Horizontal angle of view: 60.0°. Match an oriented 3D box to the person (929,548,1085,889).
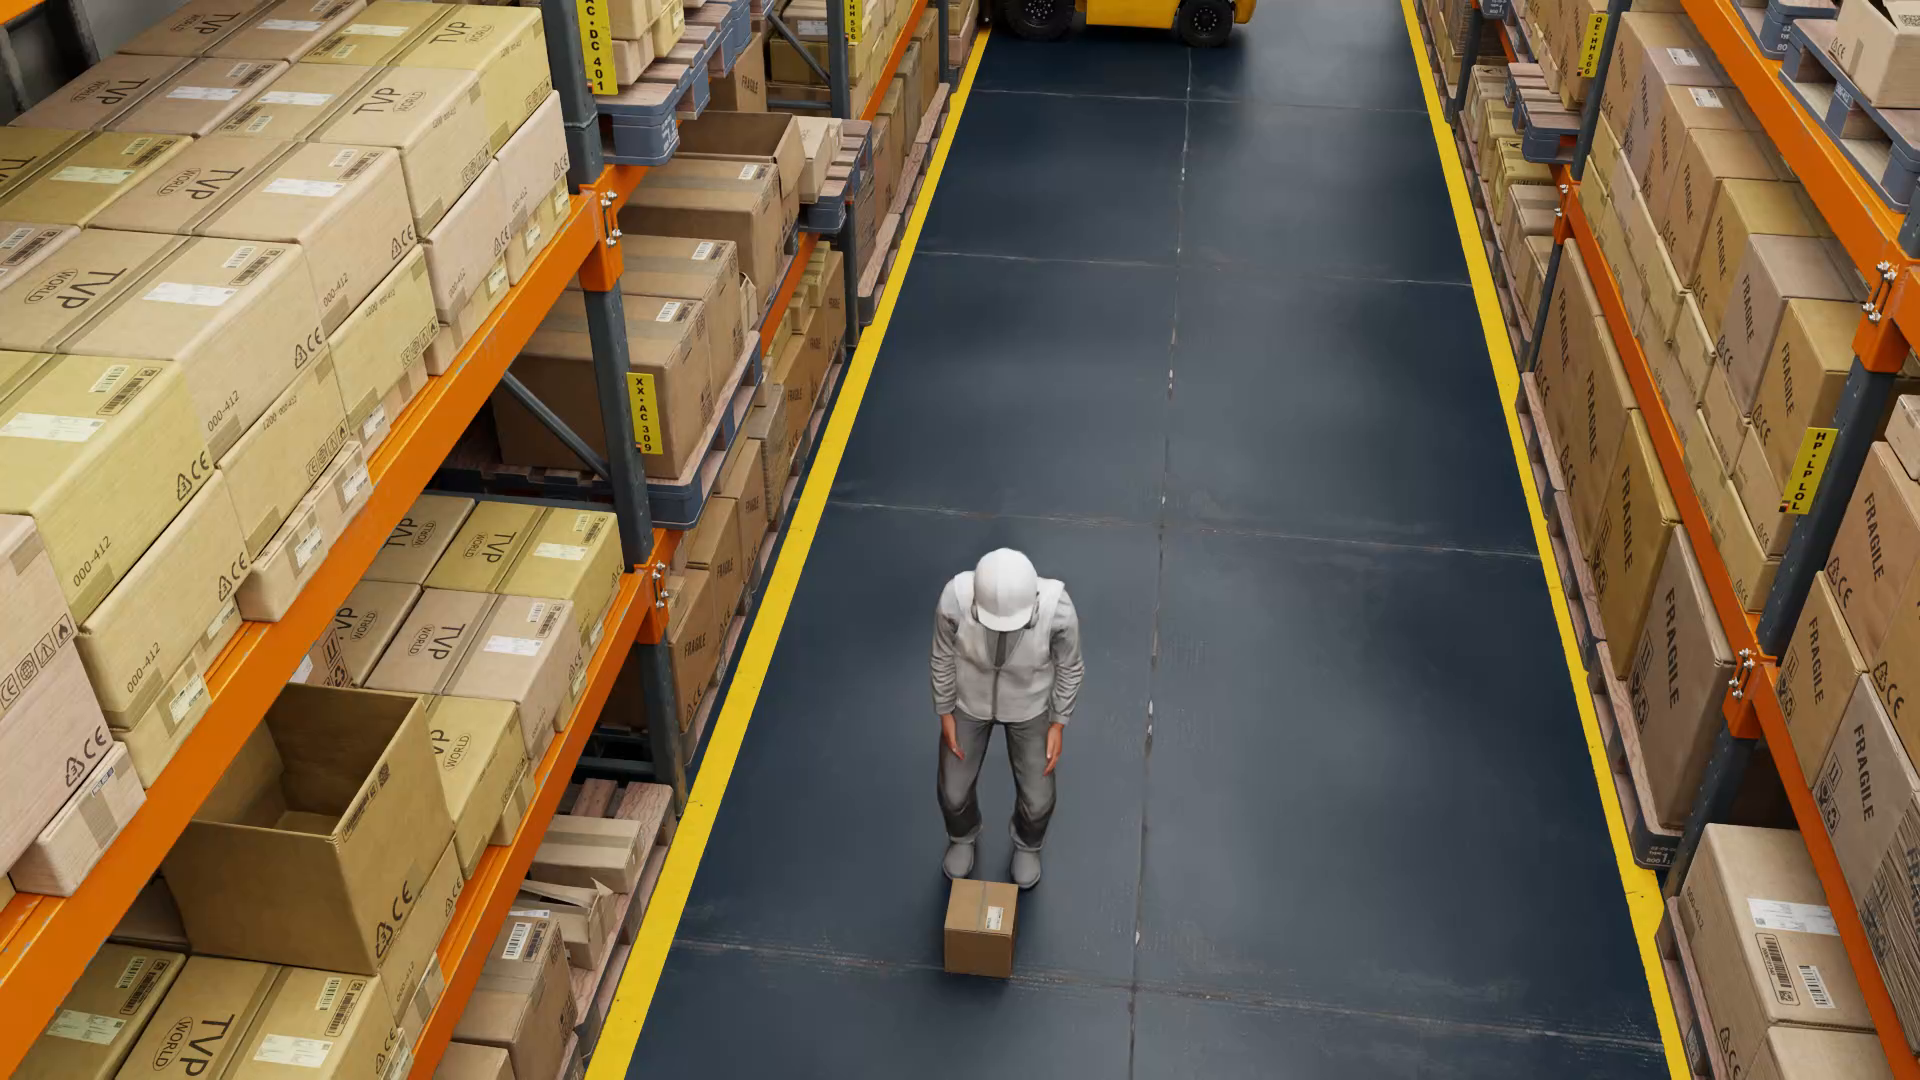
[{"bbox_3d":[0.172,0.637,6.238,0.574,1.665,0.559,5,36,7],"label":"person"}]
